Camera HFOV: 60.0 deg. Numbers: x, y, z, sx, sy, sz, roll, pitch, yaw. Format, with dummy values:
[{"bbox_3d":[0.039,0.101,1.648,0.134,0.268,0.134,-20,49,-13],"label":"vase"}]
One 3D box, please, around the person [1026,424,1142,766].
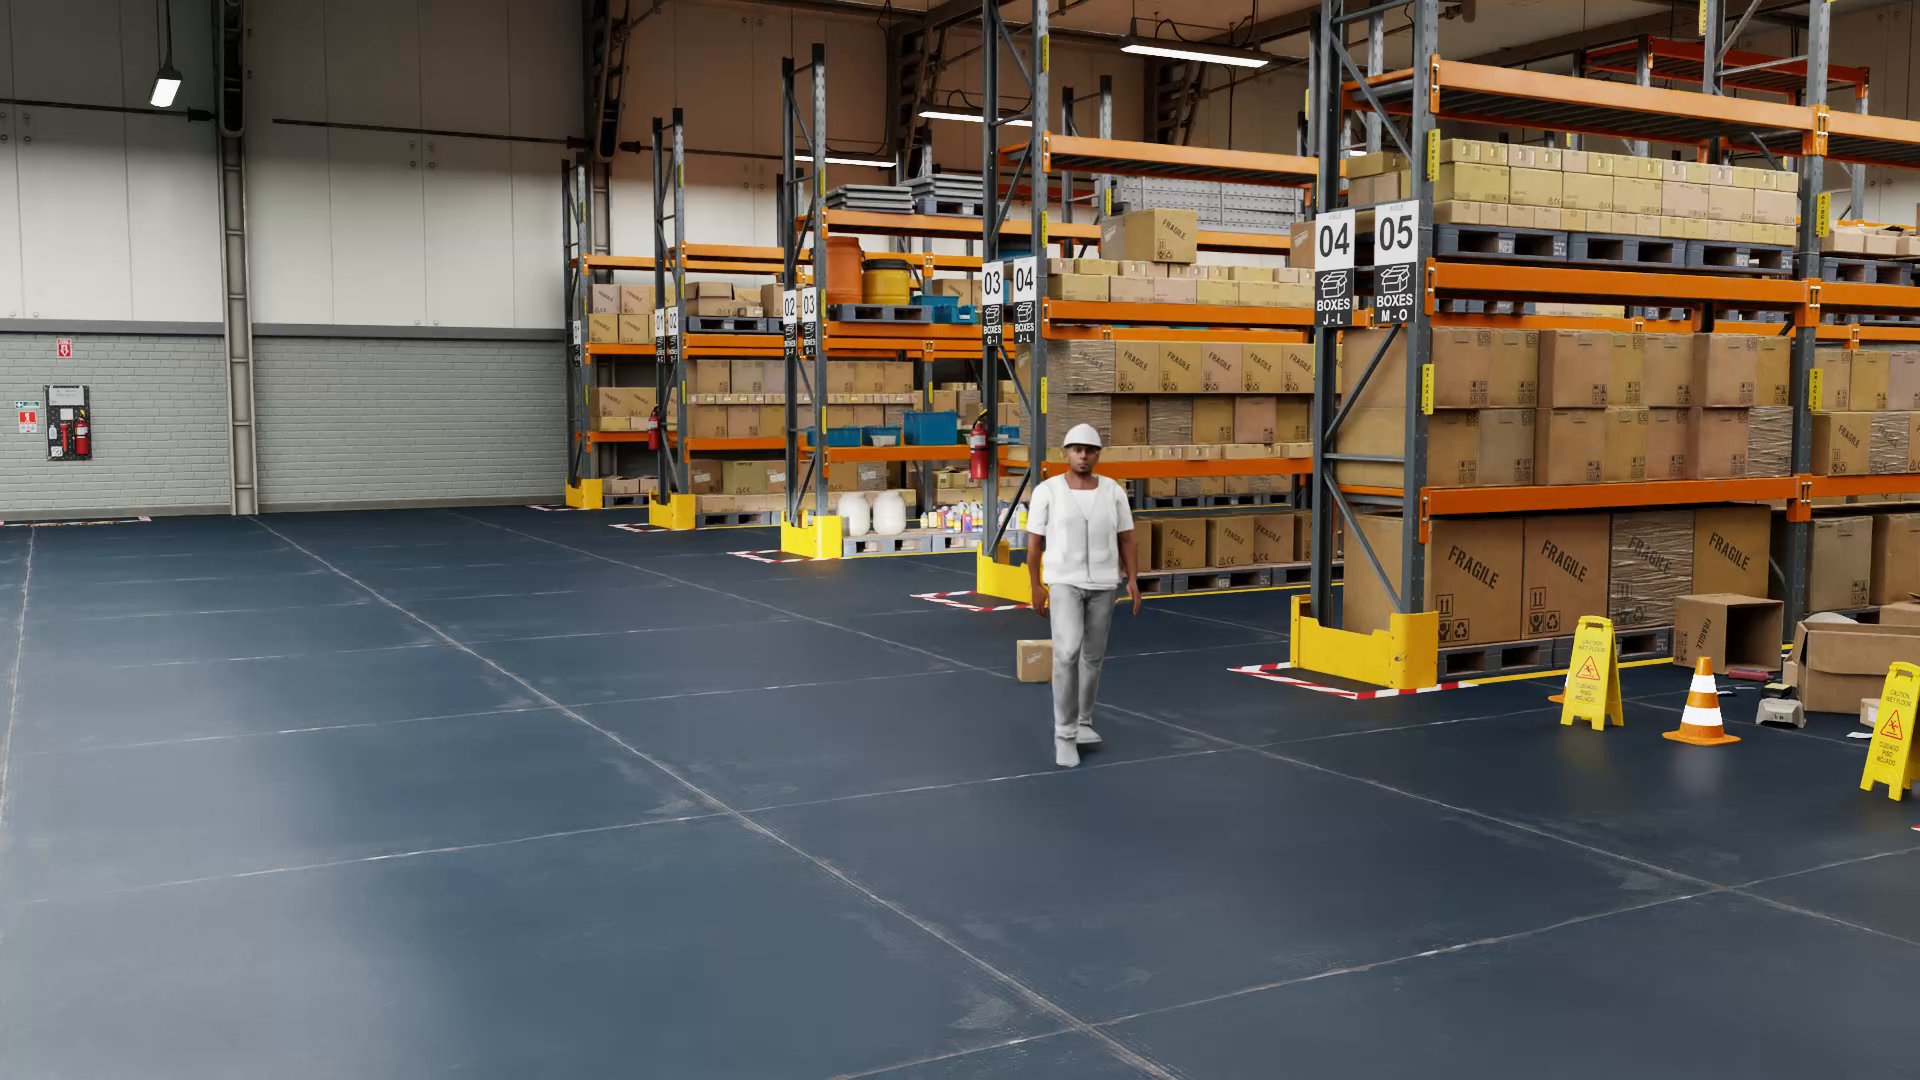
[{"bbox_3d":[0.677,0.292,8.934,0.573,1.829,0.615,-1,5,-12],"label":"person"}]
